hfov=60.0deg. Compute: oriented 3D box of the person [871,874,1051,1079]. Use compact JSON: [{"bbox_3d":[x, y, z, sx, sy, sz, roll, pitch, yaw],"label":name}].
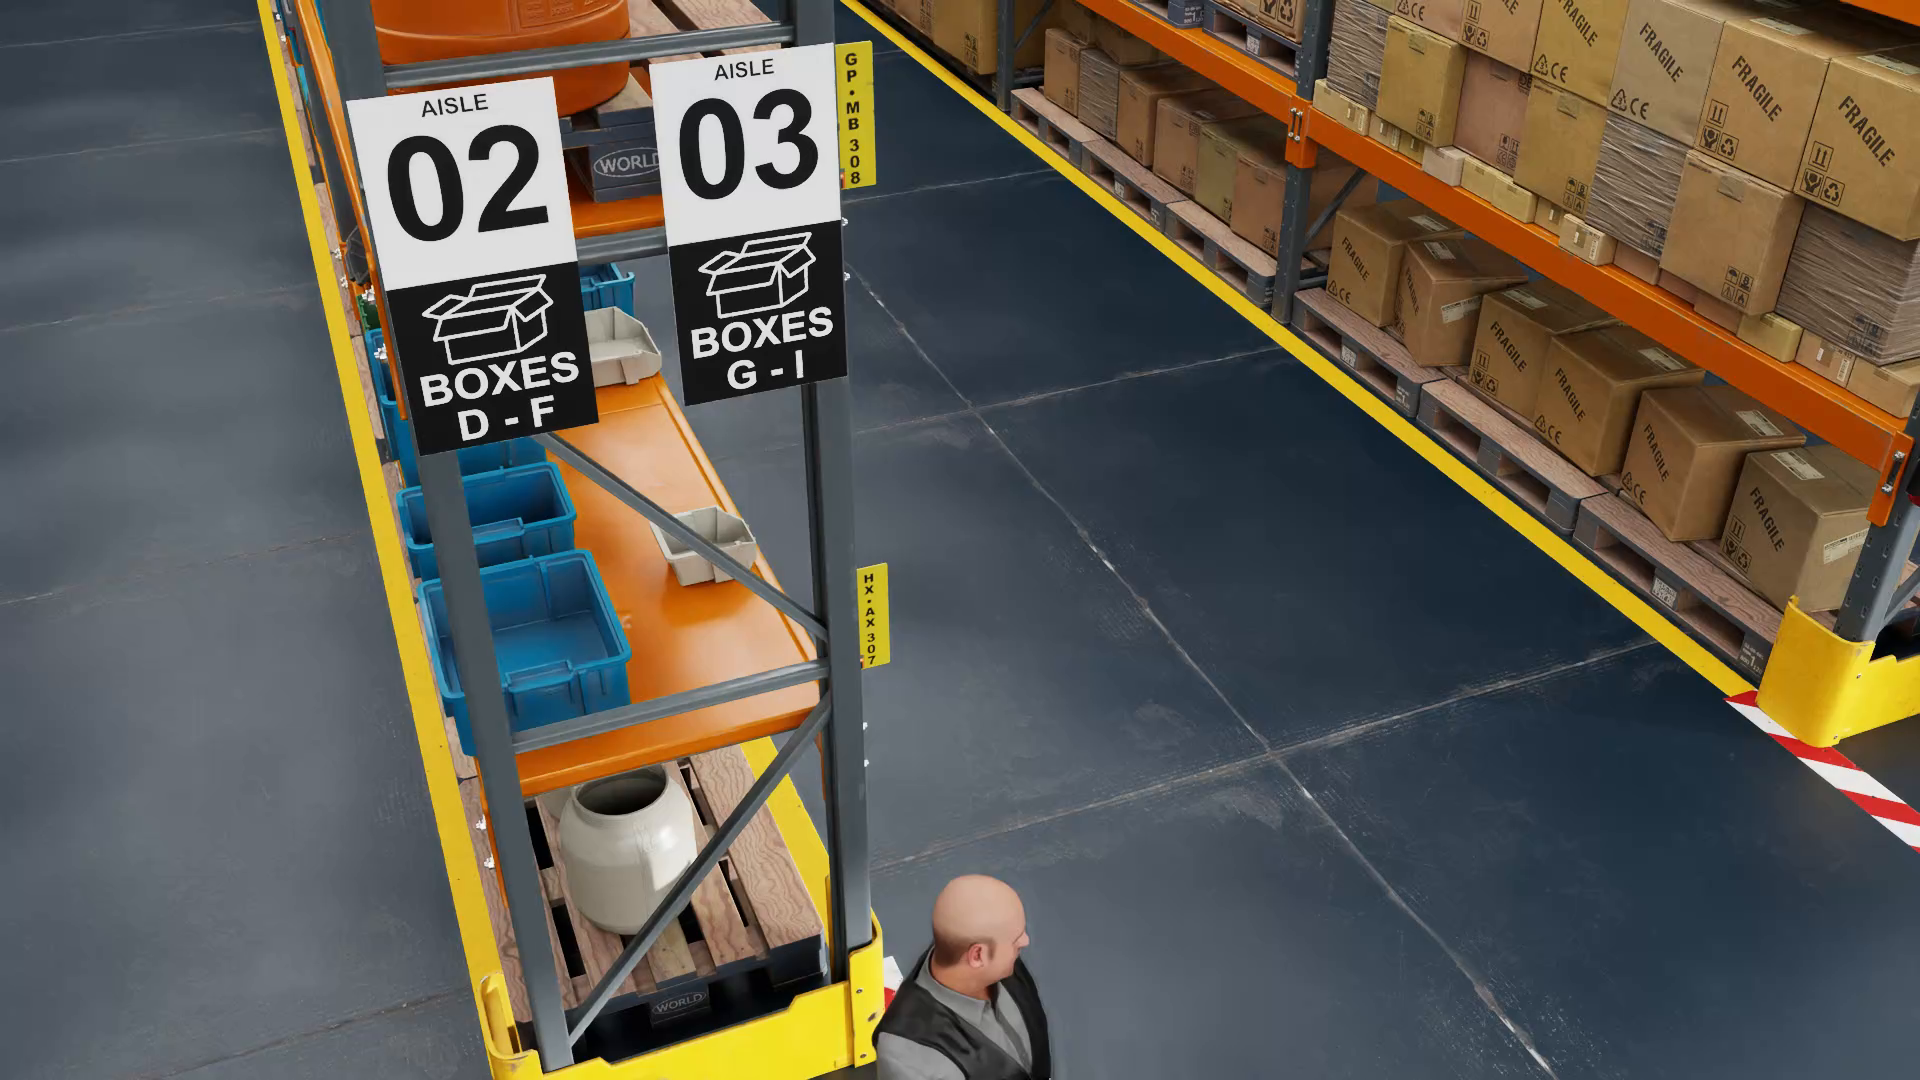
[{"bbox_3d":[-0.019,1.445,3.933,0.483,1.708,0.617,17,37,23],"label":"person"}]
